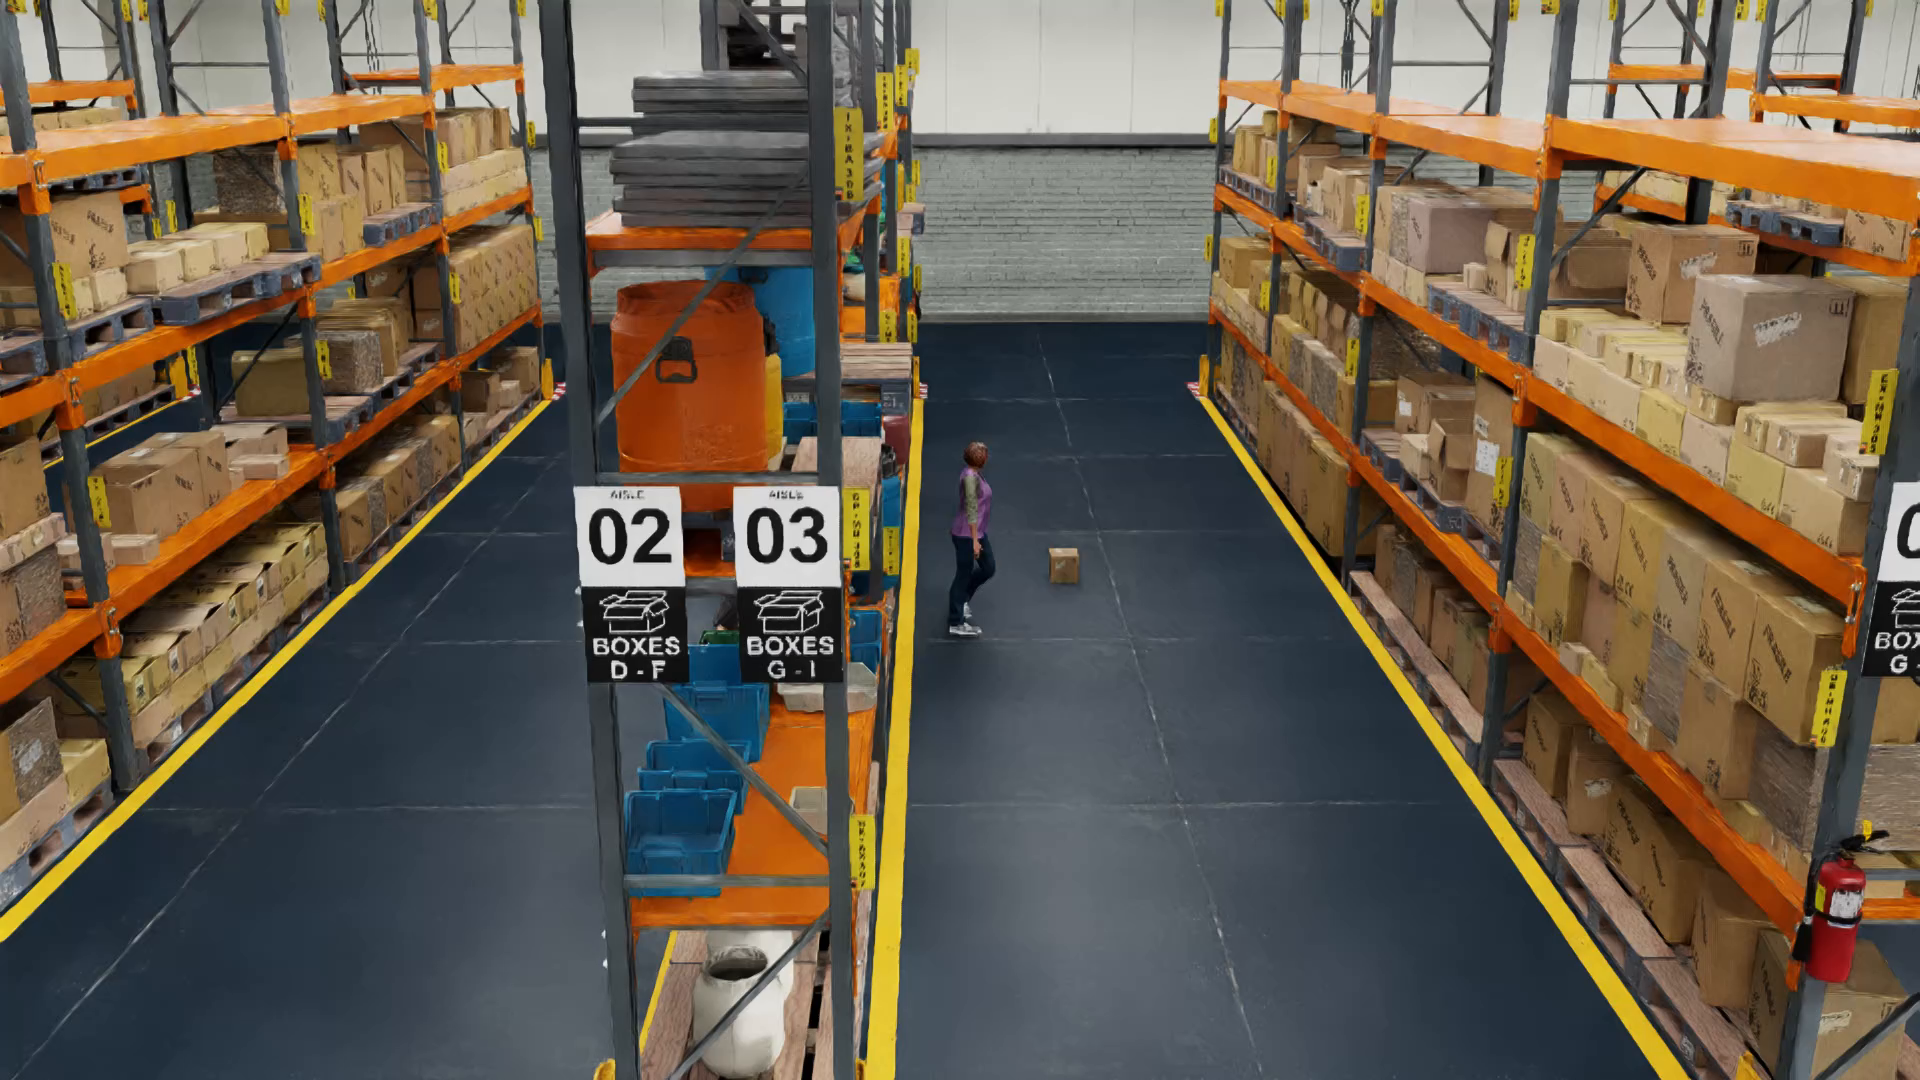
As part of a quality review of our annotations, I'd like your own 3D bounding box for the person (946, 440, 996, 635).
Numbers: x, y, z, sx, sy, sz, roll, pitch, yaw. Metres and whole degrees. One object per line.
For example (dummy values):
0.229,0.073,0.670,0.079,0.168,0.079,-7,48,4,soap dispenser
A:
0.079,-0.036,13.670,0.389,1.568,0.522,5,18,14,person
